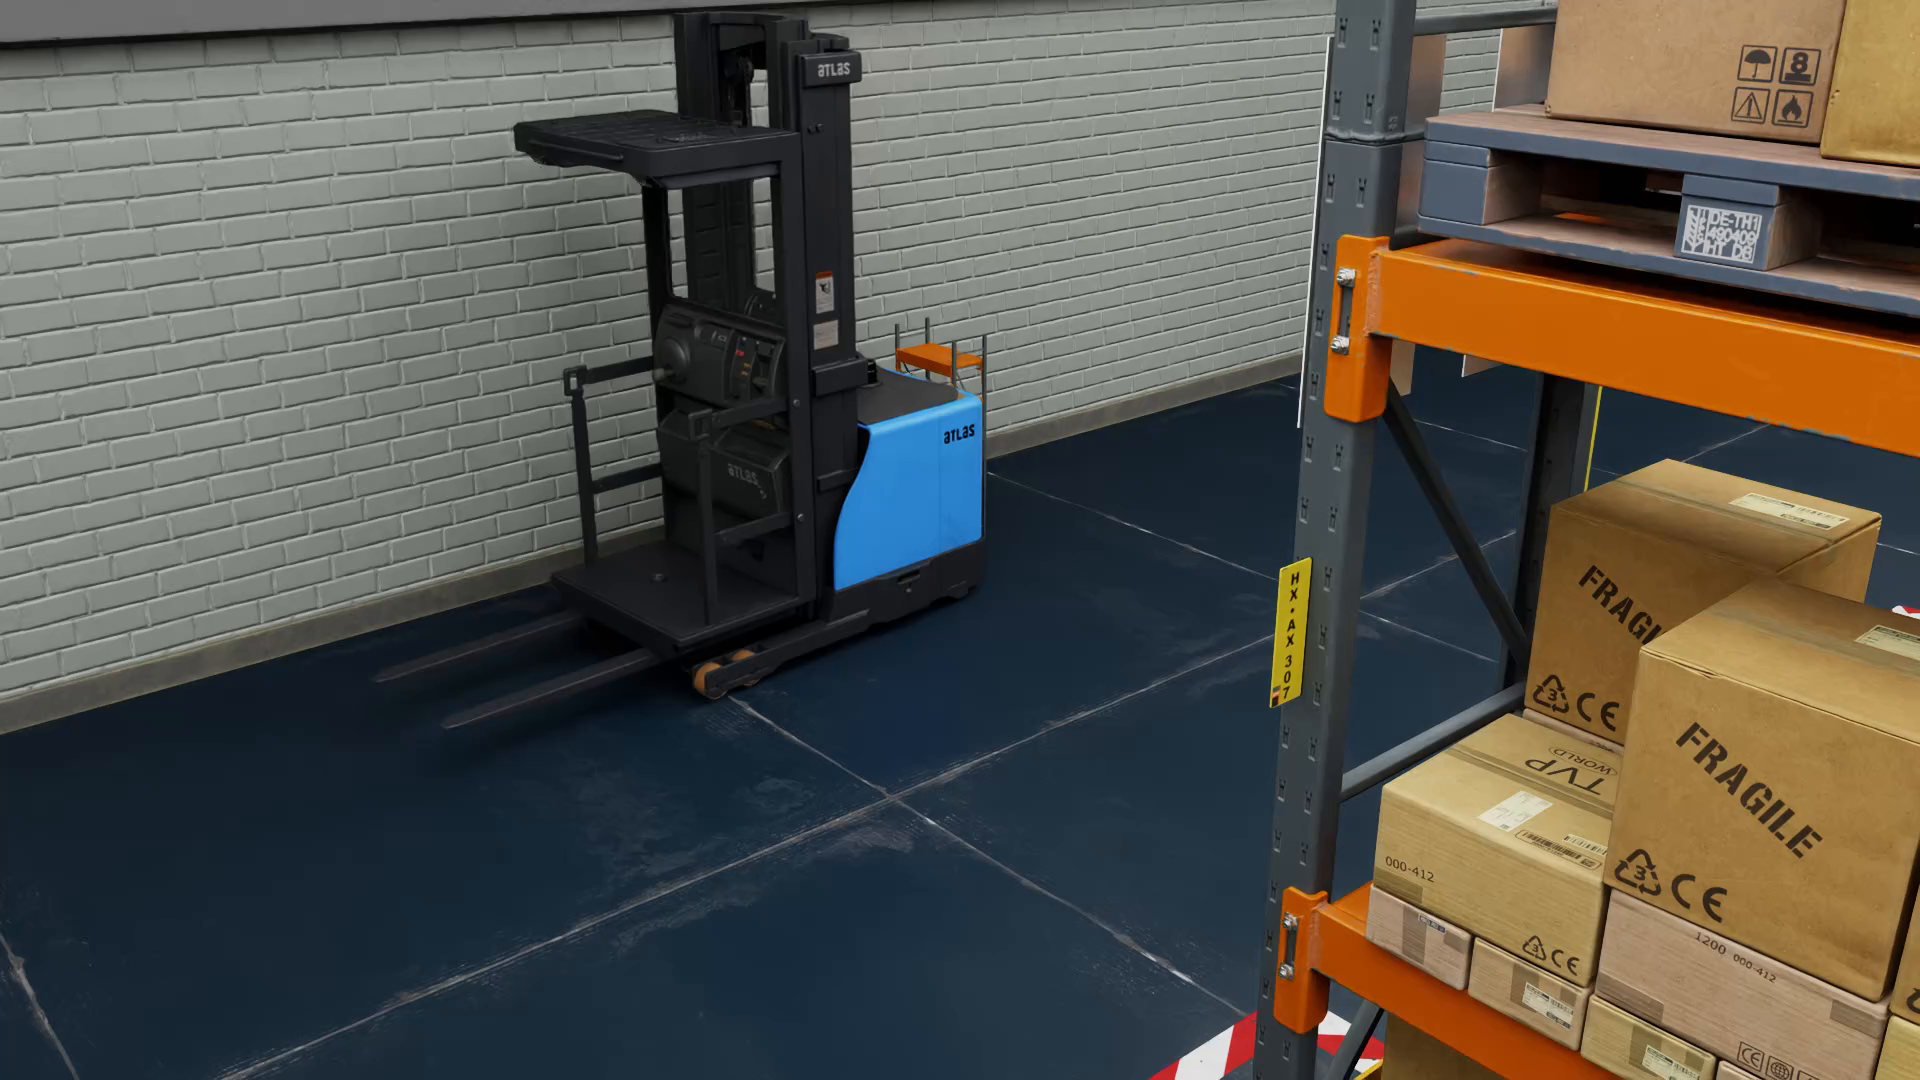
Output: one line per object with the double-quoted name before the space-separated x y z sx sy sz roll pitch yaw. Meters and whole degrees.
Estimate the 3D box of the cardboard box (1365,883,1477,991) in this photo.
"cardboard box" 1.114 0.804 3.664 0.380 0.149 0.250 -17 27 -37

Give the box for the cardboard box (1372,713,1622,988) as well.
"cardboard box" 1.241 0.638 3.539 0.500 0.250 0.500 -18 28 -39

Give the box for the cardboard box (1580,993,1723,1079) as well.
"cardboard box" 1.450 0.945 3.303 0.380 0.149 0.250 -18 28 -39

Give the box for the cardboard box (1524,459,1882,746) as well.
"cardboard box" 1.650 0.164 3.721 0.500 0.500 0.500 -17 27 -37

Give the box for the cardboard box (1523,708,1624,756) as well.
"cardboard box" 1.650 0.512 3.862 0.500 0.250 0.500 -18 28 -38

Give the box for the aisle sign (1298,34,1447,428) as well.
"aisle sign" 0.858 -0.649 3.463 0.394 0.787 0.004 -17 27 -37

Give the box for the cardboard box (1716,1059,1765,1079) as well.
"cardboard box" 1.621 1.017 3.120 0.380 0.149 0.250 -18 28 -38

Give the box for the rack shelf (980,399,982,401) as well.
"rack shelf" -0.108 -0.750 9.325 0.258 0.148 0.480 -17 27 -37

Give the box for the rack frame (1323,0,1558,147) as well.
"rack frame" 1.133 -2.283 2.975 1.000 3.000 0.127 -17 27 -37

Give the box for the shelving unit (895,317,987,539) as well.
"shelving unit" -0.108 -0.604 9.382 0.258 1.200 0.503 -17 27 -37

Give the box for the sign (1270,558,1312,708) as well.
"sign" 0.708 0.200 3.564 0.100 0.325 0.005 -17 27 -37

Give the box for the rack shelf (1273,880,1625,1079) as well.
"rack shelf" 2.438 1.397 2.789 1.077 0.370 4.000 -17 27 -37

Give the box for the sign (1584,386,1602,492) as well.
"sign" 1.553 -0.265 4.135 0.100 0.325 0.005 -17 27 -37

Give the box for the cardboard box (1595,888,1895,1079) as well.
"cardboard box" 1.586 0.780 3.177 0.500 0.250 0.500 -18 28 -38

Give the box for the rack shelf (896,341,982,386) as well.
"rack shelf" -0.108 -0.970 9.239 0.258 0.148 0.480 -17 27 -37

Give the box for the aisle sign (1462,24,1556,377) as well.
"aisle sign" 1.313 -0.792 3.828 0.394 0.787 0.004 -17 27 -37

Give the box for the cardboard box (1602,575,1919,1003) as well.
"cardboard box" 1.568 0.427 3.050 0.500 0.500 0.500 -18 28 -39

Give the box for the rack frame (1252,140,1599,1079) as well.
"rack frame" 1.133 0.510 4.069 1.000 3.000 0.127 -17 27 -37

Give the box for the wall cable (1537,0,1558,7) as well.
"wall cable" 4.942 -3.889 13.865 0.585 1.953 0.123 -17 27 -37

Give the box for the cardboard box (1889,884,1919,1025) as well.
"cardboard box" 1.911 0.569 2.688 0.500 0.500 0.500 -18 28 -39

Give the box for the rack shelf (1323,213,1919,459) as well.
"rack shelf" 2.438 0.001 2.242 1.077 0.370 4.000 -17 27 -37

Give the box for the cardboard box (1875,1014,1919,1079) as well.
"cardboard box" 1.911 0.920 2.820 0.500 0.250 0.500 -19 28 -39

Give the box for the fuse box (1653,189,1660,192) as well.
"fuse box" 6.628 -3.261 15.464 0.539 1.711 0.414 -17 27 -37

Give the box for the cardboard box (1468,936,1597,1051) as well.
"cardboard box" 1.283 0.874 3.484 0.380 0.149 0.250 -18 28 -38

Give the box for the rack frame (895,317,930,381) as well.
"rack frame" -0.267 -0.672 9.554 0.240 1.200 0.015 -17 27 -37

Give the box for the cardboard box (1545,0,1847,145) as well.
"cardboard box" 1.513 -1.044 3.075 0.700 0.500 0.500 -20 29 -41

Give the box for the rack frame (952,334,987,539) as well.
"rack frame" 0.051 -0.537 9.210 0.240 1.200 0.015 -17 27 -37

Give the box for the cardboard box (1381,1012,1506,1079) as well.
"cardboard box" 1.611 1.462 3.977 0.875 0.875 0.875 -17 27 -37

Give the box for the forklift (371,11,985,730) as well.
"forklift" -1.278 -0.848 7.629 3.031 2.935 1.130 -20 29 -40

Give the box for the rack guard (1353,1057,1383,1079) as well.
"rack guard" 1.117 1.667 4.542 1.175 0.500 0.348 -17 27 -37

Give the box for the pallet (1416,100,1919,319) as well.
"pallet" 1.625 -0.643 3.021 1.003 0.211 1.213 -17 27 -37

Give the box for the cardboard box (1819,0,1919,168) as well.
"cardboard box" 1.789 -0.860 2.604 0.700 0.500 0.500 -19 28 -39
